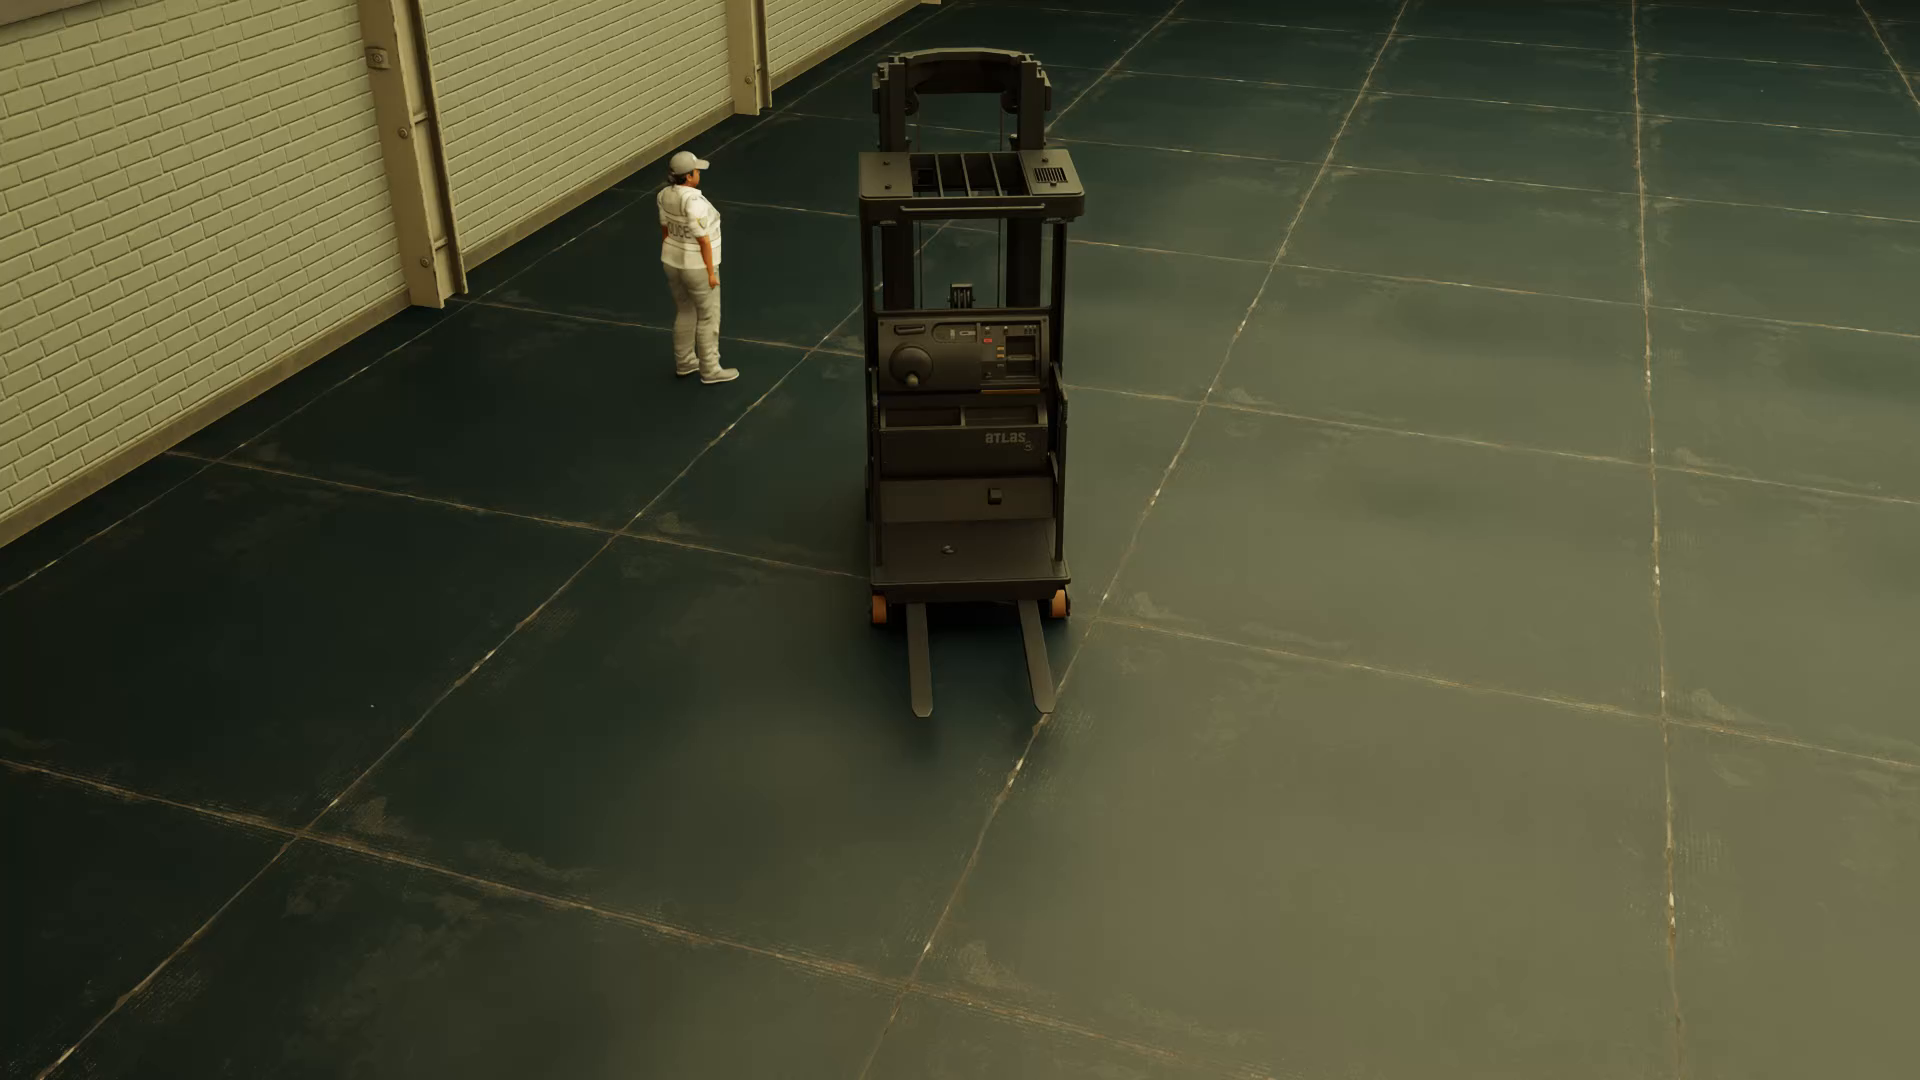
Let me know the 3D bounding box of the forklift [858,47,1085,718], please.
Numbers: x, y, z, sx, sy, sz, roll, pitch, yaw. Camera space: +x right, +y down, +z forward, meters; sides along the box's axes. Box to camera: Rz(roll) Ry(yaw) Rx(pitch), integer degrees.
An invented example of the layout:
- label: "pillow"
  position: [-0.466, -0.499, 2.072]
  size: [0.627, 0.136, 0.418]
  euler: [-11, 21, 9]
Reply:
- label: "forklift"
  position: [0.035, -0.972, 8.842]
  size: [1.130, 2.935, 3.031]
  euler: [-2, 30, -3]

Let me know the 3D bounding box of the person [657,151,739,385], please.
- label: "person"
  position: [-1.886, -1.936, 11.817]
  size: [0.481, 1.669, 0.390]
  euler: [24, 38, 36]
